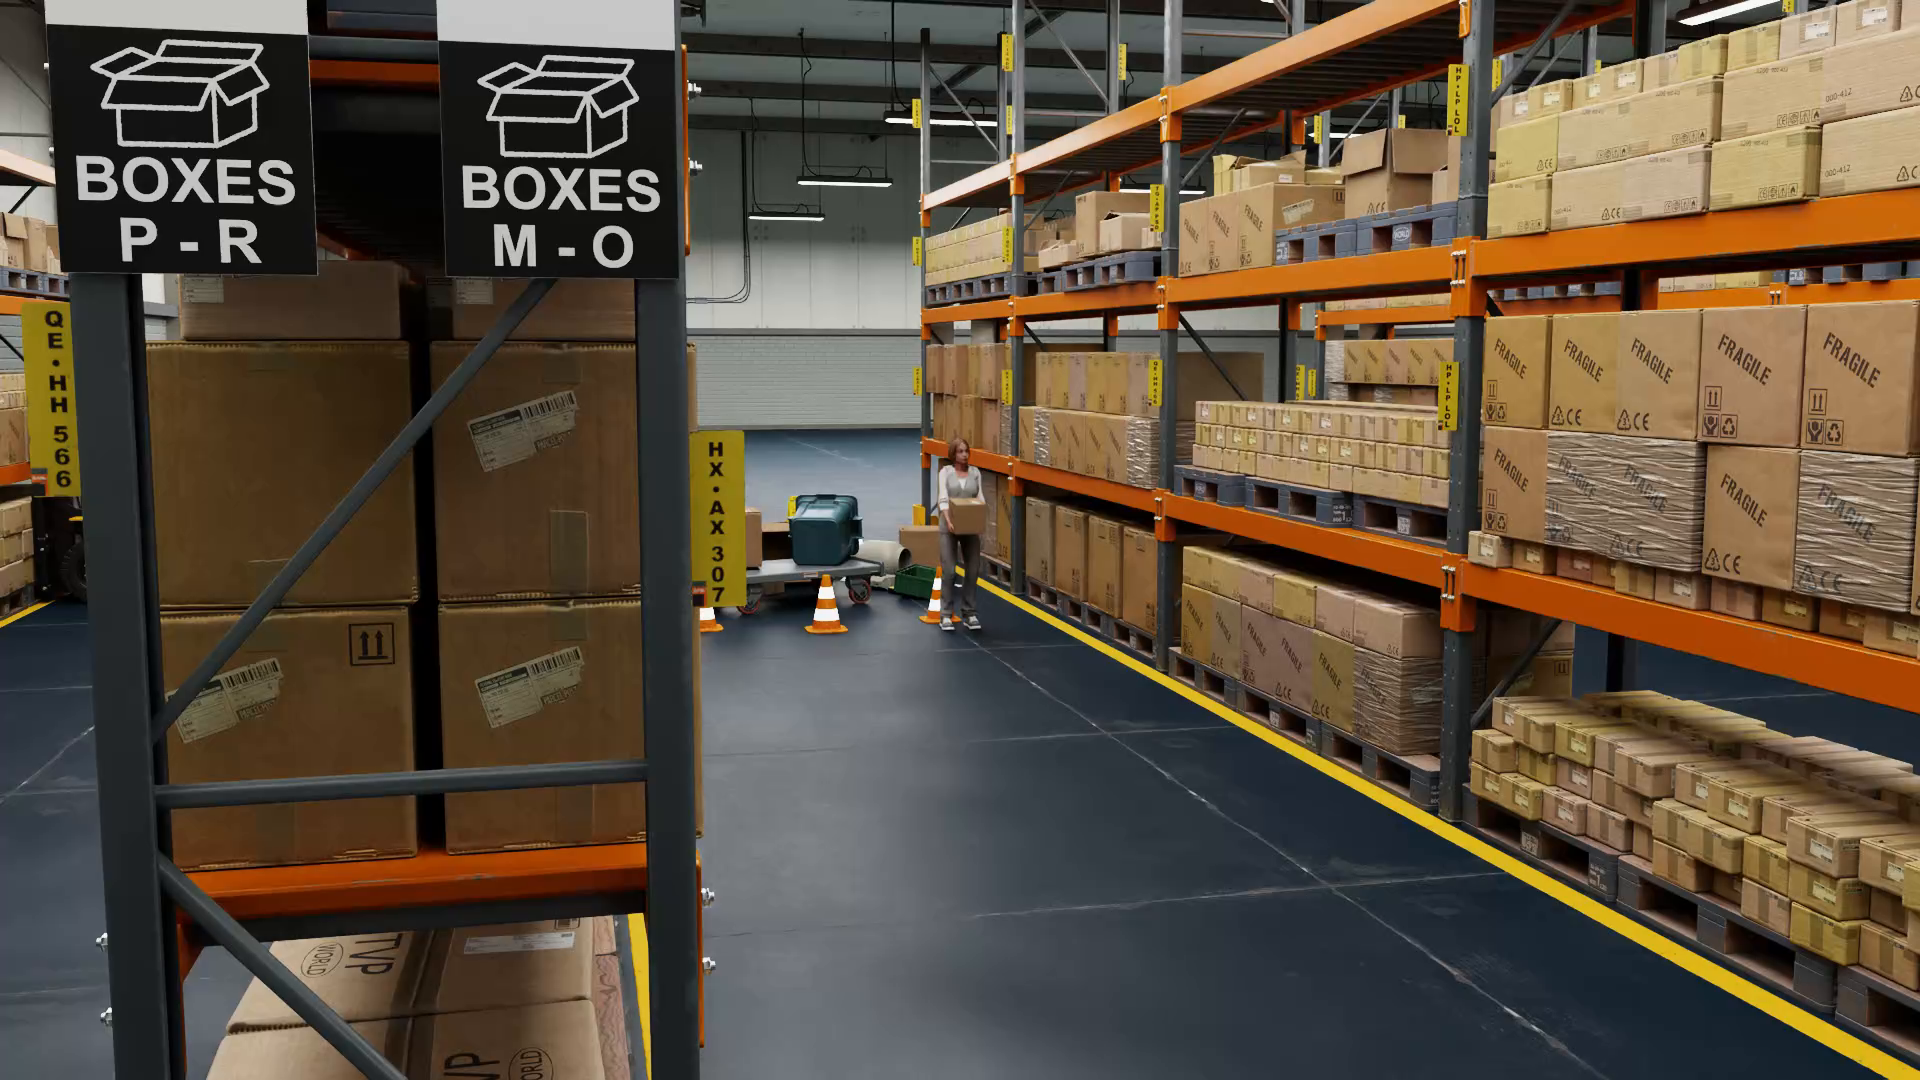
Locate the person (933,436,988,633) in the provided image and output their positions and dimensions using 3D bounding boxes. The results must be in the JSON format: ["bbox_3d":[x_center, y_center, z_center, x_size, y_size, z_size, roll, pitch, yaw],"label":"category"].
[{"bbox_3d":[0.003,-0.052,13.774,0.497,1.597,0.473,-2,7,-15],"label":"person"}]
